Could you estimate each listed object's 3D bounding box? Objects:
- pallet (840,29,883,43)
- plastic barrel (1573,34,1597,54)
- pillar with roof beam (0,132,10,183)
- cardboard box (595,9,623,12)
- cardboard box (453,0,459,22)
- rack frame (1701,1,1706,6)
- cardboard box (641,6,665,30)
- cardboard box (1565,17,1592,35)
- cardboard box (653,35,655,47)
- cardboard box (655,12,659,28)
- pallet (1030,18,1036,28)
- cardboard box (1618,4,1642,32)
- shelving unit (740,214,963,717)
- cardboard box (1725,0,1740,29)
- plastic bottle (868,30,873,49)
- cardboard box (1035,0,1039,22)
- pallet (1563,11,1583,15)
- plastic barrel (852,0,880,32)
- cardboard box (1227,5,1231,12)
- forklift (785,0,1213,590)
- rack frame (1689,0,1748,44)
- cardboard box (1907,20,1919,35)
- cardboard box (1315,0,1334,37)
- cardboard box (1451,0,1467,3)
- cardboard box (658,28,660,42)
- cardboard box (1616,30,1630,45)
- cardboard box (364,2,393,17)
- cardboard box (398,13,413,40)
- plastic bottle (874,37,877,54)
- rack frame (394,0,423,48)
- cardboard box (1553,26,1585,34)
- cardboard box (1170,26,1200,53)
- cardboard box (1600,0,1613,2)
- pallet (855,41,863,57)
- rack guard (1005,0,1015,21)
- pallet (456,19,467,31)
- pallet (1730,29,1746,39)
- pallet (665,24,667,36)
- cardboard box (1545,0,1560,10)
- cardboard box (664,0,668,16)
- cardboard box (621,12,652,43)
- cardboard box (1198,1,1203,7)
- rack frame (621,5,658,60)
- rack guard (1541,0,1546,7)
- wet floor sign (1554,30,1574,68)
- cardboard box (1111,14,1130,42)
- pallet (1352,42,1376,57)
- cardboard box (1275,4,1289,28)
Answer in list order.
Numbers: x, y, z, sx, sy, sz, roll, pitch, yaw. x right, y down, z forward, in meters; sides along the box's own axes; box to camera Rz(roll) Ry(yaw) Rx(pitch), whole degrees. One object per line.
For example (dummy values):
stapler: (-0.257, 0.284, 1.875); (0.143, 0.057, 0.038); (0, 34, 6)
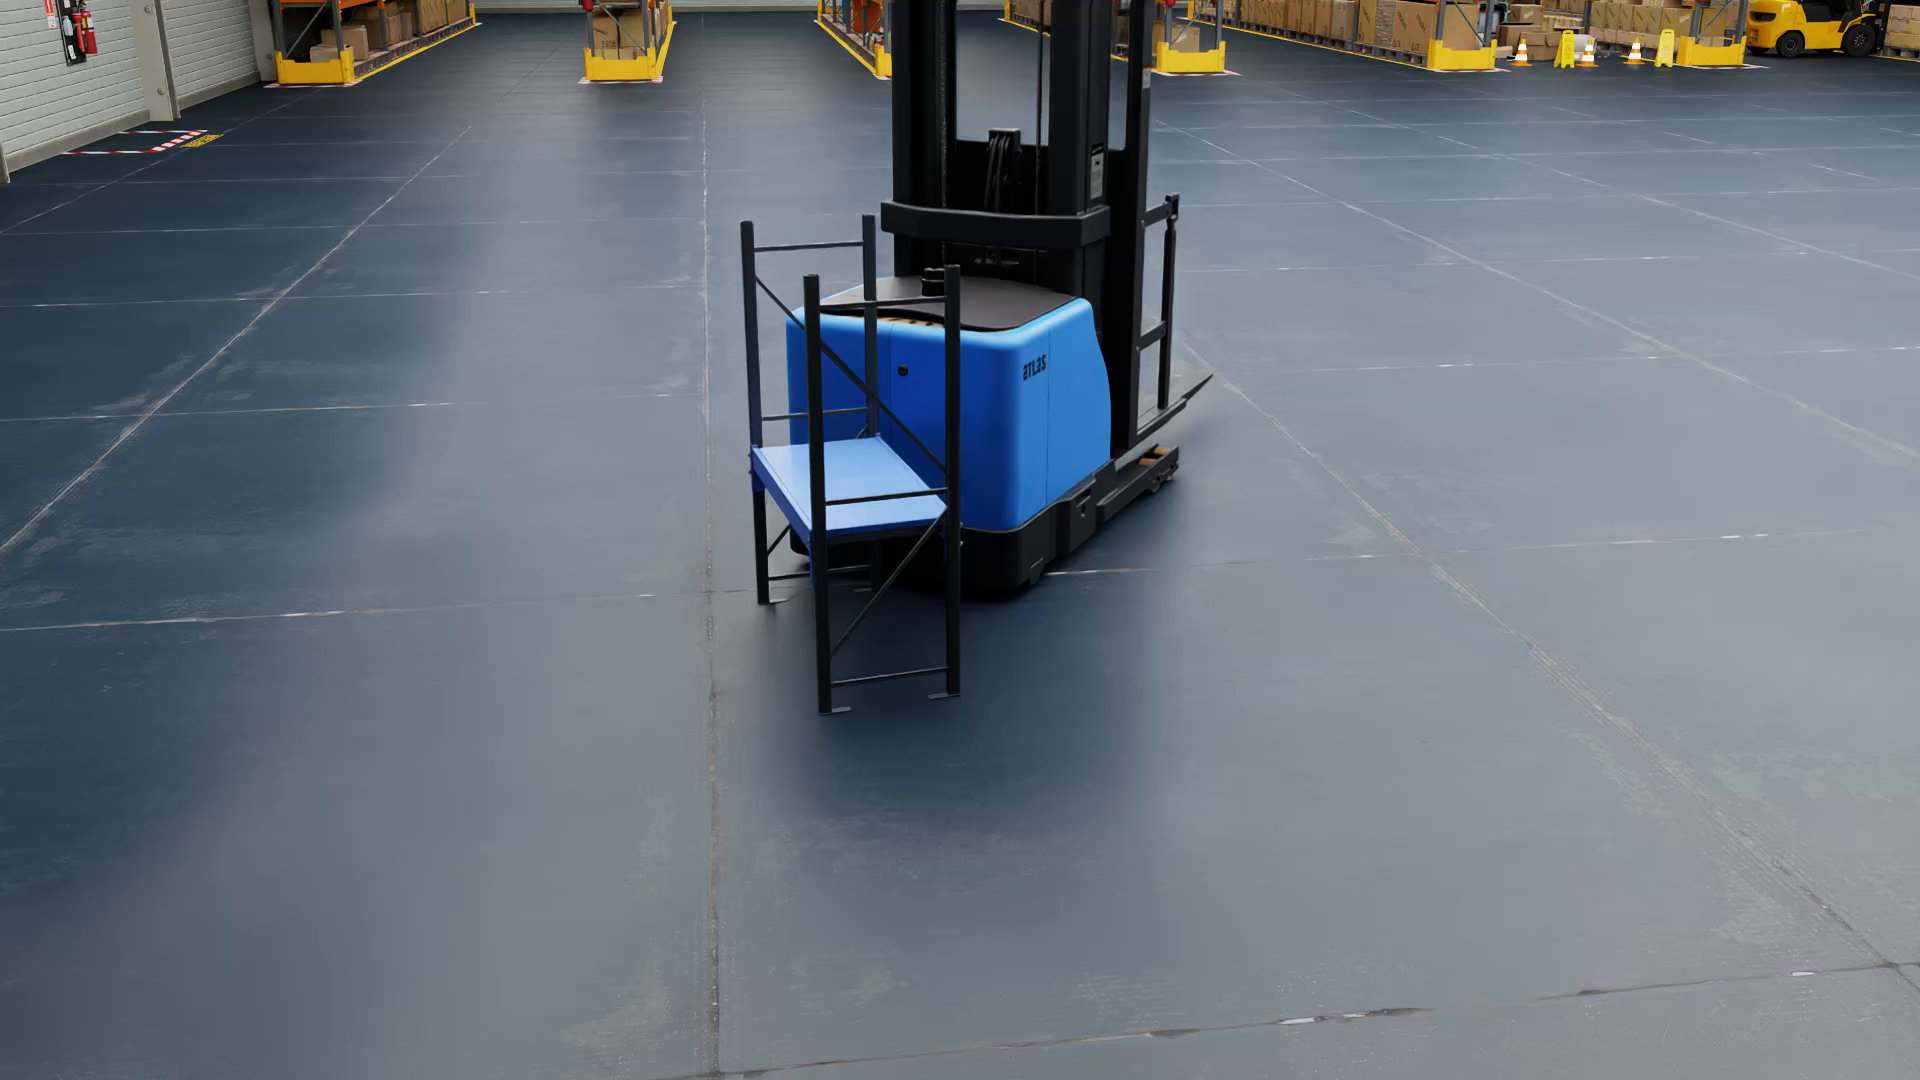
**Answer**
pallet: (-2.118, -11.180, 36.848); (1.003, 0.211, 1.213); (-3, 21, -8)
plastic barrel: (12.102, -9.627, 32.387); (0.512, 0.421, 0.421); (12, 24, 30)
pillar with roof beam: (-5.581, -8.017, 15.820); (9.100, 9.000, 0.400); (-3, 21, -8)
cardboard box: (-6.452, -9.493, 30.603); (0.500, 0.500, 0.500); (-3, 21, -8)
cardboard box: (-12.491, -12.742, 40.018); (0.700, 0.500, 0.500); (-2, 21, -6)
rack frame: (17.656, -13.217, 38.315); (1.000, 3.000, 0.127); (-3, 21, -8)
cardboard box: (-6.797, -11.529, 36.740); (0.500, 0.500, 0.500); (-3, 21, -8)
cardboard box: (13.243, -10.727, 34.806); (0.950, 0.372, 0.625); (-3, 21, -7)
cardboard box: (-6.006, -9.341, 31.268); (0.500, 0.250, 0.500); (-3, 21, -8)
cardboard box: (-6.325, -10.441, 33.412); (0.500, 0.311, 0.500); (-2, 21, -6)
pallet: (2.329, -12.811, 41.215); (1.003, 0.211, 1.213); (-3, 21, -8)
cardboard box: (13.301, -10.258, 32.651); (0.500, 0.500, 0.500); (-2, 21, -5)
shelving unit: (-0.398, -0.307, 5.894); (0.538, 1.500, 1.048); (-6, 21, -17)
cardboard box: (17.834, -11.858, 37.473); (0.875, 0.625, 0.625); (-2, 21, -6)
plastic bottle: (-1.654, -9.430, 31.334); (0.144, 0.351, 0.185); (-4, 21, -10)
cardboard box: (2.473, -12.831, 39.719); (1.225, 0.875, 0.875); (-3, 21, -8)
pallet: (16.802, -13.956, 44.281); (1.003, 0.211, 1.213); (-3, 21, -8)
plastic barrel: (-2.051, -11.564, 36.392); (0.600, 0.830, 0.708); (-3, 21, -8)
cardboard box: (6.873, -13.252, 41.459); (0.380, 0.149, 0.250); (-4, 21, -10)
forklift: (0.399, -1.654, 7.456); (1.130, 2.935, 3.031); (10, 23, 25)
rack frame: (13.897, -10.195, 30.225); (1.000, 3.000, 0.127); (-3, 21, -8)
cardboard box: (18.429, -9.742, 31.628); (0.500, 0.250, 0.500); (-3, 21, -8)
cardboard box: (8.123, -10.983, 34.950); (1.050, 0.750, 0.750); (-3, 21, -8)
cardboard box: (12.474, -13.028, 40.248); (0.875, 0.875, 0.875); (-2, 21, -6)
cardboard box: (-6.324, -10.175, 33.501); (0.500, 0.250, 0.500); (-3, 21, -7)
cardboard box: (13.306, -9.903, 32.773); (0.500, 0.250, 0.500); (-3, 21, -8)
cardboard box: (-11.512, -10.477, 32.852); (0.500, 0.250, 0.500); (-3, 21, -8)
cardboard box: (-11.612, -10.504, 33.997); (0.700, 0.500, 0.500); (-3, 21, -7)
plastic bottle: (-1.544, -9.032, 30.366); (0.061, 0.283, 0.133); (-2, 21, -6)
rack frame: (-11.767, -11.716, 34.297); (1.000, 3.000, 0.127); (-3, 21, -8)
cardboard box: (12.129, -9.971, 33.193); (0.500, 0.500, 0.500); (12, 24, 30)
cardboard box: (4.018, -8.938, 29.832); (0.500, 0.500, 0.500); (1, 20, 2)
cardboard box: (13.097, -10.880, 33.389); (0.380, 0.149, 0.250); (-3, 21, -7)
pallet: (-1.538, -9.794, 33.137); (1.003, 0.211, 1.213); (-3, 21, -8)
rack guard: (1.781, -14.072, 44.179); (1.175, 0.500, 0.348); (-3, 21, -8)
pallet: (-12.555, -12.485, 40.341); (1.003, 0.211, 1.213); (-3, 21, -8)
pallet: (17.908, -11.202, 36.906); (1.003, 0.211, 1.213); (-3, 21, -8)
pallet: (-7.288, -11.766, 38.416); (1.003, 0.211, 1.213); (-3, 21, -8)
cardboard box: (16.497, -14.797, 45.515); (0.797, 0.503, 0.637); (-4, 21, -10)
cardboard box: (-7.697, -13.596, 42.275); (0.500, 0.500, 0.500); (-3, 21, -8)
cardboard box: (-5.783, -9.173, 29.747); (0.500, 0.500, 0.500); (-3, 21, -8)
cardboard box: (6.512, -14.159, 43.887); (0.380, 0.149, 0.250); (-3, 21, -8)
rack frame: (-6.289, -10.582, 31.261); (1.000, 3.000, 0.127); (-3, 21, -8)
rack guard: (16.513, -14.789, 46.098); (1.175, 0.500, 0.348); (-3, 21, -8)
wet floor sign: (10.977, -8.897, 30.116); (0.267, 0.644, 0.232); (-7, 21, -17)
cardboard box: (3.447, -10.329, 33.528); (0.700, 0.500, 0.500); (-5, 21, -12)
pallet: (8.469, -9.722, 32.944); (1.003, 0.211, 1.213); (-3, 21, -8)
cardboard box: (7.507, -11.921, 37.818); (0.500, 0.500, 0.500); (-3, 21, -8)
